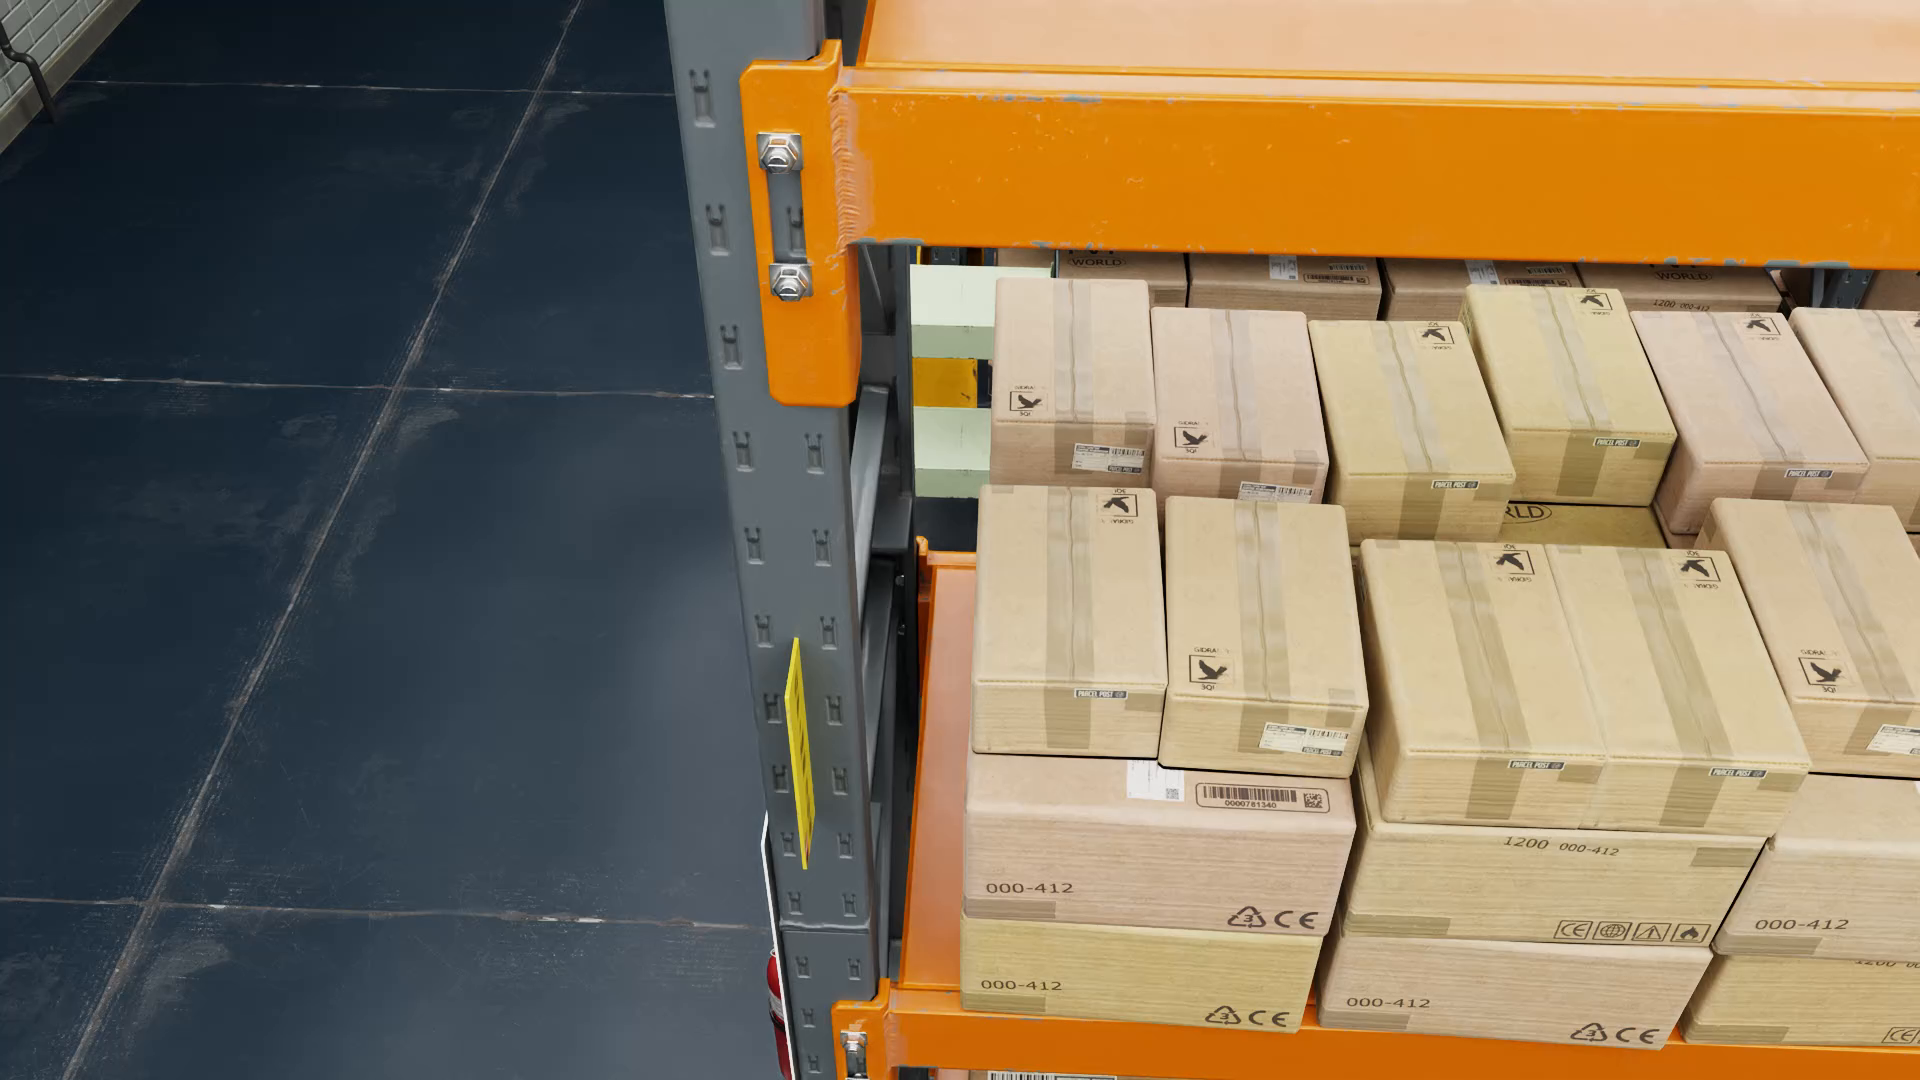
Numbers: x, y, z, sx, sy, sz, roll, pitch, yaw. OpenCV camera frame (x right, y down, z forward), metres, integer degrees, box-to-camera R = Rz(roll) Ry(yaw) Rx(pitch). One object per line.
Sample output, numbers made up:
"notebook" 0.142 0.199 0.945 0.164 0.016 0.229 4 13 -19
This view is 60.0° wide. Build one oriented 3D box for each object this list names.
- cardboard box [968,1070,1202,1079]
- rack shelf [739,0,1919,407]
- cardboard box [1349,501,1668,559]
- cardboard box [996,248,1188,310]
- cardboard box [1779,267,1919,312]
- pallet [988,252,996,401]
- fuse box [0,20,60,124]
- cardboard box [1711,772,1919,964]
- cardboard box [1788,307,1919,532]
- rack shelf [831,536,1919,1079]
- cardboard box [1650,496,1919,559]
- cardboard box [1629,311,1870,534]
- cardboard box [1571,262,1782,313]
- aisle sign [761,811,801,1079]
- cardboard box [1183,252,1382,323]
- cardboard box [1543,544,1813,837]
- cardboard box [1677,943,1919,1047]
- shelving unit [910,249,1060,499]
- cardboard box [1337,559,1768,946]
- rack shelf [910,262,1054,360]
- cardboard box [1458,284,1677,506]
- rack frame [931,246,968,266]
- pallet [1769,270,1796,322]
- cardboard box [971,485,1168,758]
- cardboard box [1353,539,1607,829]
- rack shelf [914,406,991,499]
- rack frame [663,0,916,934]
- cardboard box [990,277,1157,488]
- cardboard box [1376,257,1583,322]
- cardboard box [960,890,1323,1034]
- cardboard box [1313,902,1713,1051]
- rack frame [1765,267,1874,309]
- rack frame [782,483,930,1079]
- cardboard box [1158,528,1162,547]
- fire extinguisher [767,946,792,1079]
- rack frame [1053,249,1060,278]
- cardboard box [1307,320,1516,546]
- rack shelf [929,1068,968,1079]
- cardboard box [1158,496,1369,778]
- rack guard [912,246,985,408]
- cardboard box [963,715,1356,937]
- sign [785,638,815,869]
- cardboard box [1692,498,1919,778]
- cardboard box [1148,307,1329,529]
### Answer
"cardboard box" 0.269 0.993 3.044 0.500 0.500 0.500 2 43 2
"rack shelf" 1.830 -0.560 1.864 4.000 0.370 1.077 2 43 2
"cardboard box" 0.815 -0.060 2.742 0.500 0.250 0.500 1 43 1
"cardboard box" 0.618 -1.328 8.132 0.875 0.438 0.875 0 43 0
"cardboard box" 4.573 -1.353 7.838 0.875 0.875 0.875 3 43 3
"pallet" 0.757 -1.072 8.332 1.213 0.211 1.003 2 43 2
"fuse box" -5.439 -3.176 9.489 0.414 1.711 0.539 2 43 2
"cardboard box" 1.285 0.313 2.341 0.500 0.250 0.500 2 43 2
"cardboard box" 1.456 -0.191 2.590 0.250 0.149 0.380 3 43 3
"rack shelf" 1.830 0.537 2.886 4.000 0.370 1.077 2 43 2
"cardboard box" 1.326 -0.043 2.723 0.500 0.250 0.500 2 43 3
"cardboard box" 1.195 -0.187 2.585 0.250 0.149 0.380 1 43 1
"cardboard box" 3.328 -1.250 8.048 0.875 0.438 0.875 1 43 1
"aisle sign" -0.254 0.560 2.626 0.004 0.787 0.394 2 43 2
"cardboard box" 1.533 -1.306 8.108 0.875 0.438 0.875 3 43 3
"cardboard box" 0.910 0.189 2.182 0.250 0.149 0.380 2 43 2
"cardboard box" 1.310 0.481 2.528 0.500 0.250 0.500 0 43 1
"shelving unit" 0.007 -0.549 6.824 0.755 1.500 0.431 2 43 2
"cardboard box" 0.781 0.290 2.366 0.500 0.250 0.500 1 43 1
"rack shelf" 0.007 -0.834 6.558 0.720 0.370 0.431 2 43 2
"cardboard box" 0.945 -0.236 2.638 0.250 0.149 0.380 2 43 3
"rack frame" -0.046 -2.064 7.350 0.127 3.000 1.000 2 43 2
"pallet" 4.724 -0.949 8.199 1.213 0.211 1.003 2 43 2
"cardboard box" 0.146 0.103 2.274 0.250 0.149 0.380 1 43 2
"cardboard box" 0.667 0.181 2.190 0.250 0.149 0.380 2 43 2
"rack shelf" 0.007 -0.310 7.046 0.720 0.370 0.431 2 43 2
"rack frame" -0.168 -0.885 1.684 0.127 3.000 1.000 2 43 2
"cardboard box" 0.178 -0.252 2.655 0.250 0.149 0.380 1 43 2
"cardboard box" 2.433 -1.277 8.077 0.875 0.438 0.875 1 43 1
"cardboard box" 0.269 0.455 2.556 0.500 0.250 0.500 3 43 3
"cardboard box" 0.795 0.474 2.535 0.500 0.250 0.500 3 43 3
"rack frame" 3.950 -1.941 7.219 0.127 3.000 1.000 2 43 2
"rack frame" -0.168 1.310 3.729 0.127 3.000 1.000 2 43 2
"cardboard box" 0.304 -0.075 2.758 0.500 0.250 0.500 1 43 1
"fire extinguisher" -0.399 1.152 4.228 0.183 0.674 0.296 2 43 2
"rack frame" 0.372 -0.537 6.812 0.023 1.500 0.400 2 43 2
"cardboard box" 0.676 -0.170 2.567 0.250 0.149 0.380 1 43 1
"rack shelf" 1.830 1.634 3.908 4.000 0.370 1.077 2 43 2
"cardboard box" 0.399 0.123 2.253 0.250 0.149 0.380 3 43 4
"rack guard" -0.070 -1.150 8.203 0.348 0.500 1.175 2 43 2
"cardboard box" 0.269 0.275 2.382 0.500 0.250 0.500 2 43 3
"sign" -0.192 0.262 2.012 0.005 0.325 0.100 2 43 2
"cardboard box" 1.172 0.125 2.250 0.250 0.149 0.380 3 43 3
"cardboard box" 0.420 -0.192 2.591 0.250 0.149 0.380 2 43 3
